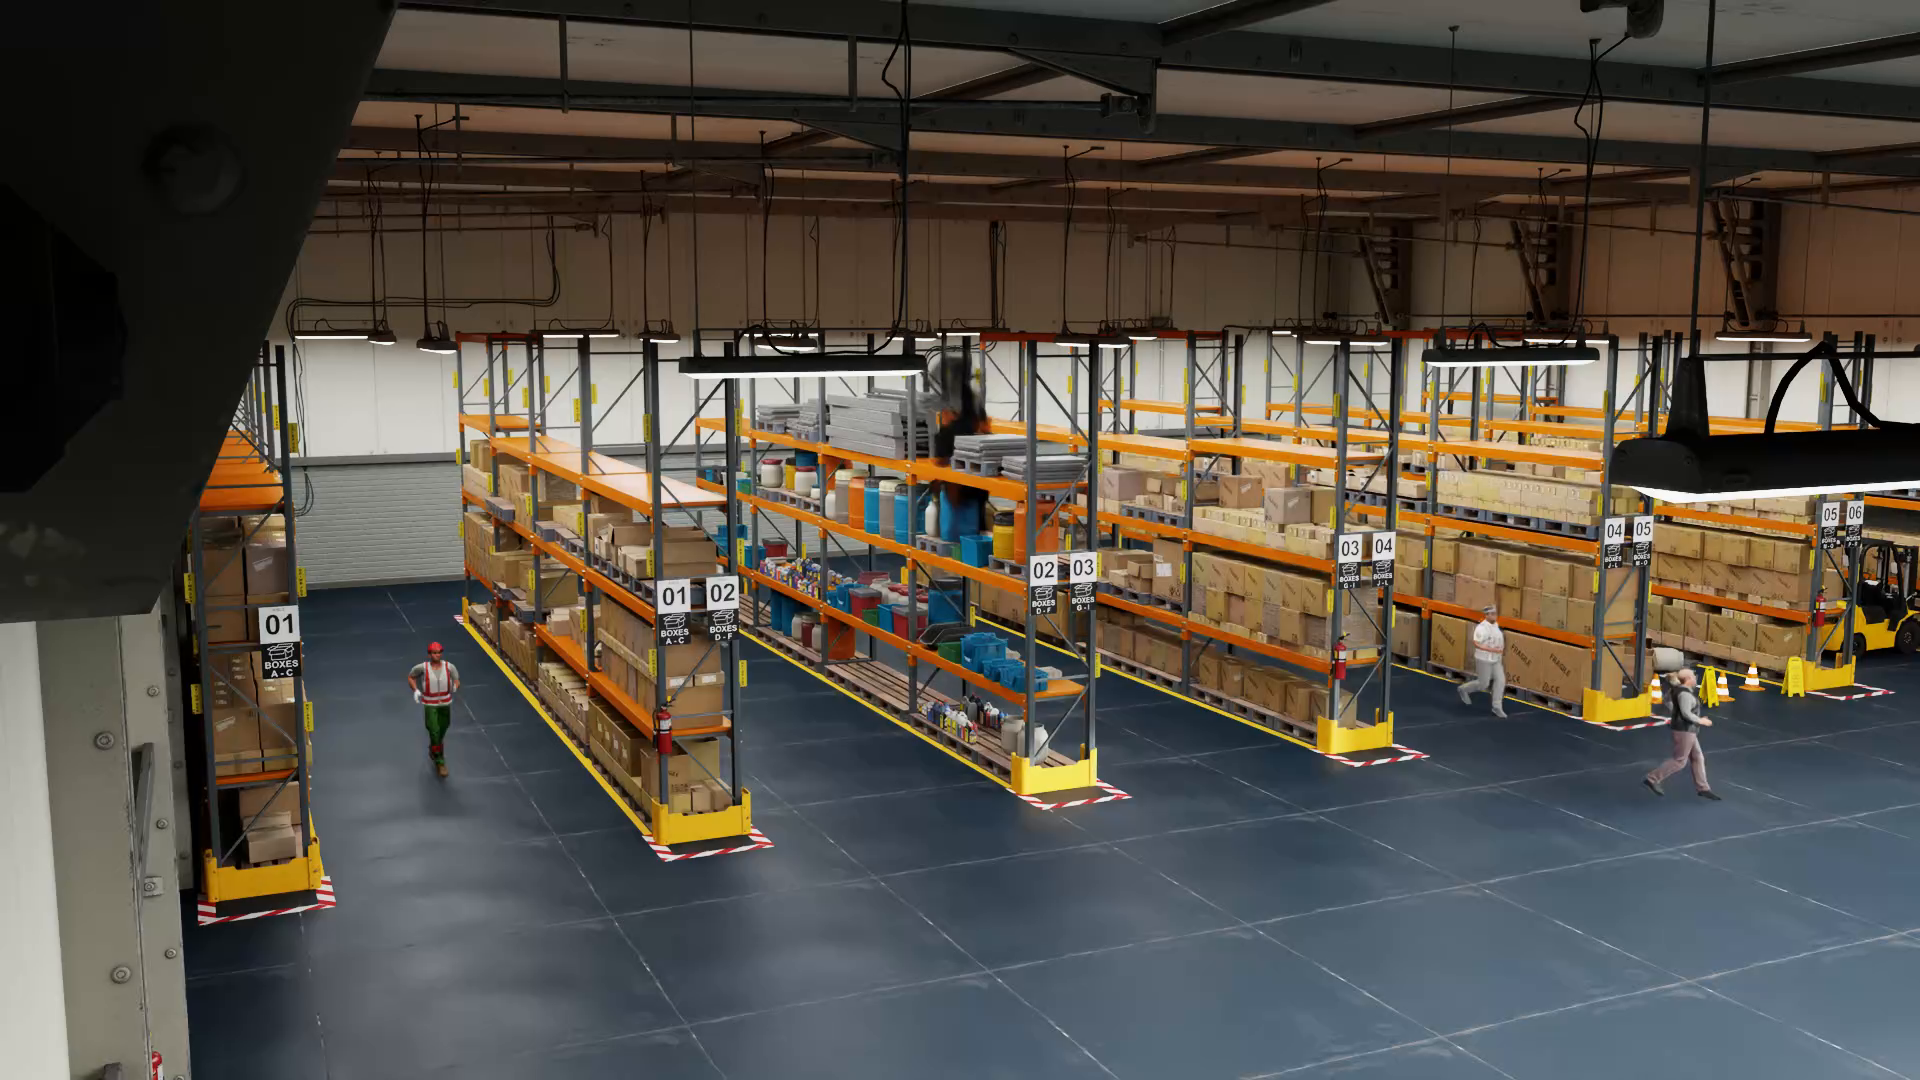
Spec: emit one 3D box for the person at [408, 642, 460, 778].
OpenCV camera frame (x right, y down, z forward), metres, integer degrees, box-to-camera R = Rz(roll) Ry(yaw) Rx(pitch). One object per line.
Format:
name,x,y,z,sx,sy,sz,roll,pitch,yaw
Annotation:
person,-7.288,2.312,23.180,0.652,1.805,0.983,-5,9,-34

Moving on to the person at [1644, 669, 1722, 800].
person,9.512,2.541,21.822,0.976,1.721,0.698,2,8,16

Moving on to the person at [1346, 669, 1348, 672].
person,6.776,1.393,30.044,0.703,1.802,1.047,-3,8,-21

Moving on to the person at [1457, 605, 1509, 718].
person,8.394,1.908,26.540,0.677,1.814,0.909,-6,10,-38

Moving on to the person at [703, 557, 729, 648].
person,-4.736,1.120,31.988,0.643,1.829,0.850,-5,9,-31
